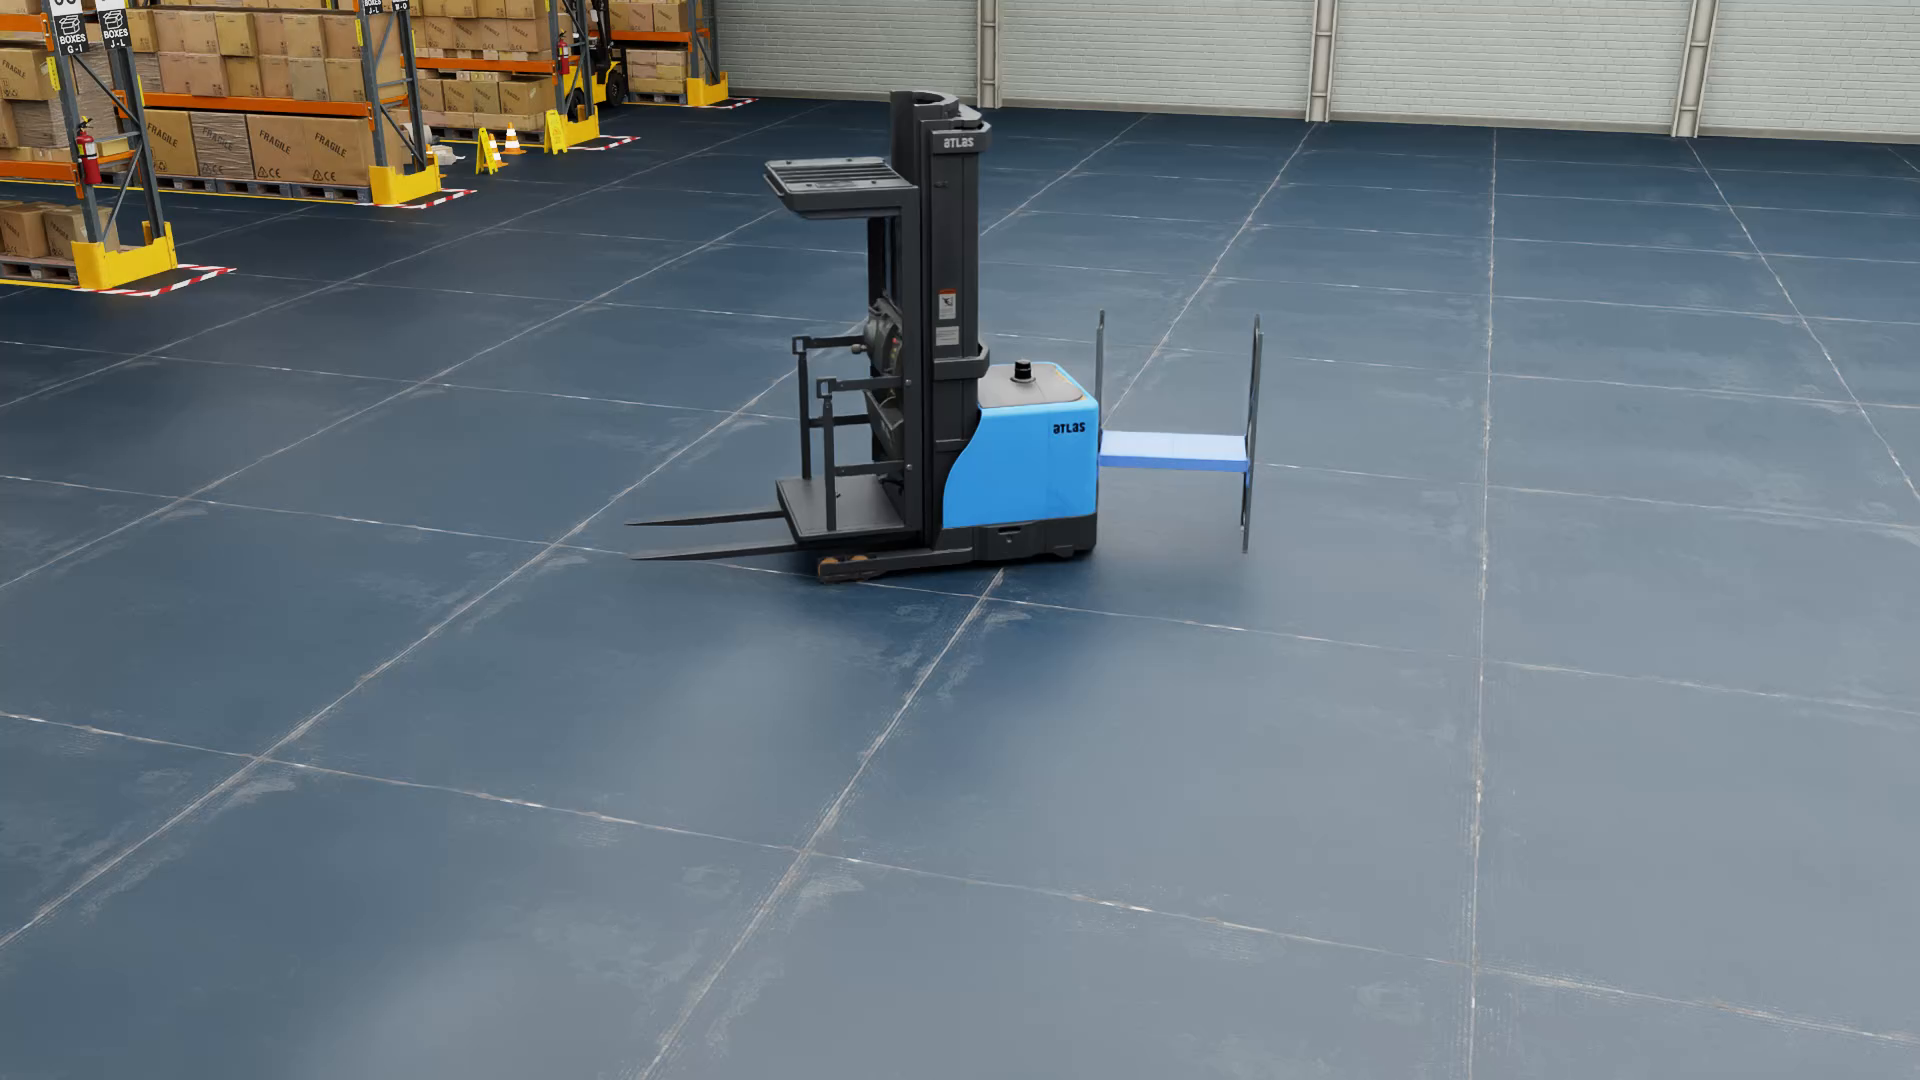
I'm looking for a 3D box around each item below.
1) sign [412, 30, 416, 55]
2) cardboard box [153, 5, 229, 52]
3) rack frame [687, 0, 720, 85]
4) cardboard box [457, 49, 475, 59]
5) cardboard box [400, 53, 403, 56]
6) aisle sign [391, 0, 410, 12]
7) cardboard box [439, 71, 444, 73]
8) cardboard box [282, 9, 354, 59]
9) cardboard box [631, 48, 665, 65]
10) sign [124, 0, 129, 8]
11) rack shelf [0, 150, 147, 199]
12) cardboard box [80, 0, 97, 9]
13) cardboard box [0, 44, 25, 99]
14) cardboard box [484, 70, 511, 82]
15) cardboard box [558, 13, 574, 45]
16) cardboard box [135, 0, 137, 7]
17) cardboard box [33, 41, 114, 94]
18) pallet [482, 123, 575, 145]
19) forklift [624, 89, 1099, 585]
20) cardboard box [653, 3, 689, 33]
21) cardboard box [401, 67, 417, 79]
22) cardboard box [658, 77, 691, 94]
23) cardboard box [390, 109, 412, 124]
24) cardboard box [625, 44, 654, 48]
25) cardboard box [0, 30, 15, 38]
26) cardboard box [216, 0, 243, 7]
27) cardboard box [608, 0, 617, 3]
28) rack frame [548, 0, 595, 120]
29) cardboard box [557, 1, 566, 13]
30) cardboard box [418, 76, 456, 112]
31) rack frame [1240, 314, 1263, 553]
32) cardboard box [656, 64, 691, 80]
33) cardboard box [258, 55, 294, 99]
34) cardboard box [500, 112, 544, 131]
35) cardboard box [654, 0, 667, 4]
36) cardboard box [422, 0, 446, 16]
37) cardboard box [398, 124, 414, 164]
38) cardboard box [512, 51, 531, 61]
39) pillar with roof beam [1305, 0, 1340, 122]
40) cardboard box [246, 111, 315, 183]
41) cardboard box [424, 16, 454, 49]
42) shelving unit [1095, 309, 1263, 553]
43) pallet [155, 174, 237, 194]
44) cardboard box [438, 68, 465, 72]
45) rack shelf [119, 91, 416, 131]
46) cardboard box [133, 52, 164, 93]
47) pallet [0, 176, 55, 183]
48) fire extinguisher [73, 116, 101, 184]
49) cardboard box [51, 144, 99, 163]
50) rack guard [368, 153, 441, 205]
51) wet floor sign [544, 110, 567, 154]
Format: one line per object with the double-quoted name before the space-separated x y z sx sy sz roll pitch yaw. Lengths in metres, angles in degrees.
"sign" -7.386 -6.709 22.429 0.005 0.325 0.100 7 23 16
"cardboard box" -10.478 -7.008 22.781 0.550 0.550 0.875 7 23 16
"rack frame" -4.788 -9.684 30.927 0.127 3.000 1.000 7 23 16
"cardboard box" -7.883 -7.842 26.767 0.250 0.149 0.380 6 23 15
"cardboard box" -9.093 -7.985 27.115 0.250 0.149 0.380 7 23 17
"aisle sign" -7.397 -7.375 21.871 0.004 0.787 0.394 7 23 16
"cardboard box" -8.917 -7.566 27.844 0.500 0.500 0.500 7 23 16
"cardboard box" -8.449 -6.722 22.083 0.550 0.550 0.875 7 23 16
"cardboard box" -5.810 -9.060 31.158 0.500 0.250 0.500 7 23 16
"sign" -14.035 -9.091 27.955 0.005 0.325 0.100 7 23 16
"rack shelf" -10.996 -4.166 18.423 4.000 0.370 1.077 7 23 16
"cardboard box" -9.468 -5.745 17.569 0.500 0.250 0.500 7 23 17
"cardboard box" -10.160 -4.950 17.543 0.500 0.500 0.500 7 23 16
"cardboard box" -7.432 -7.459 26.728 0.250 0.149 0.380 7 23 17
"cardboard box" -6.592 -8.217 26.826 0.500 0.500 0.500 6 23 15
"cardboard box" -14.448 -9.228 28.365 0.500 0.500 0.500 6 23 14
"cardboard box" -9.529 -5.086 17.875 0.500 0.500 0.500 7 23 16
"pallet" -7.059 -6.701 27.327 1.213 0.211 1.003 7 23 16
"forklift" -0.672 -1.291 10.555 3.031 2.935 1.130 -5 23 -13
"cardboard box" -5.335 -9.689 30.807 0.500 0.500 0.500 6 23 14
"cardboard box" -8.966 -7.634 27.156 0.250 0.149 0.380 7 23 18
"cardboard box" -5.330 -8.543 31.215 0.500 0.250 0.500 7 23 16
"cardboard box" -9.047 -7.024 27.511 0.500 0.250 0.500 8 24 19
"cardboard box" -6.149 -9.303 31.749 0.500 0.250 0.500 6 23 15
"cardboard box" -13.318 -7.238 23.513 0.500 0.500 0.700 6 23 15
"cardboard box" -12.026 -8.834 27.778 0.500 0.500 0.500 6 23 13
"cardboard box" -6.436 -10.099 30.951 0.250 0.149 0.380 7 23 16
"rack frame" -6.219 -7.881 26.530 0.127 3.000 1.000 7 23 16
"cardboard box" -7.280 -9.920 31.368 0.500 0.500 0.500 6 23 15
"cardboard box" -8.549 -7.314 27.229 0.500 0.500 0.500 8 24 18
"rack frame" 1.928 -0.702 11.004 0.032 1.500 0.500 3 22 6
"cardboard box" -5.345 -8.778 31.128 0.500 0.250 0.500 6 23 15
"cardboard box" -8.953 -6.324 22.537 0.550 0.550 0.875 7 23 16
"cardboard box" -7.093 -6.796 26.956 0.500 0.250 0.500 6 23 15
"cardboard box" -5.455 -9.984 30.671 0.250 0.149 0.380 7 23 16
"cardboard box" -8.209 -8.686 26.651 0.500 0.500 0.700 6 23 15
"cardboard box" -8.632 -5.998 25.230 0.637 0.503 0.797 -9 24 -21
"cardboard box" -6.913 -7.715 26.457 0.250 0.149 0.380 6 23 15
"pillar with roof beam" 5.050 -9.984 23.753 0.400 9.000 9.100 7 23 16
"cardboard box" -9.063 -5.428 22.798 0.875 0.875 0.875 6 23 15
"cardboard box" -8.254 -8.199 26.782 0.500 0.500 0.500 7 23 16
"shelving unit" 1.424 -0.725 11.062 1.048 1.500 0.538 3 22 6
"pallet" -10.676 -5.108 23.444 1.213 0.211 1.003 7 23 15
"cardboard box" -9.861 -9.360 32.711 0.625 0.625 0.875 6 23 15
"rack shelf" -9.466 -5.957 22.789 4.000 0.370 1.077 7 23 16
"cardboard box" -11.025 -6.543 23.071 0.550 0.550 0.875 7 23 16
"pallet" -13.313 -5.410 24.180 1.213 0.211 1.003 7 23 16
"fire extinguisher" -9.105 -4.064 17.328 0.183 0.674 0.296 7 23 16
"cardboard box" -9.414 -4.120 17.693 0.250 0.149 0.380 7 23 16
"rack guard" -7.529 -4.912 22.586 0.348 0.500 1.175 7 23 16
"wet floor sign" -6.346 -6.382 25.978 0.232 0.644 0.267 16 27 34
